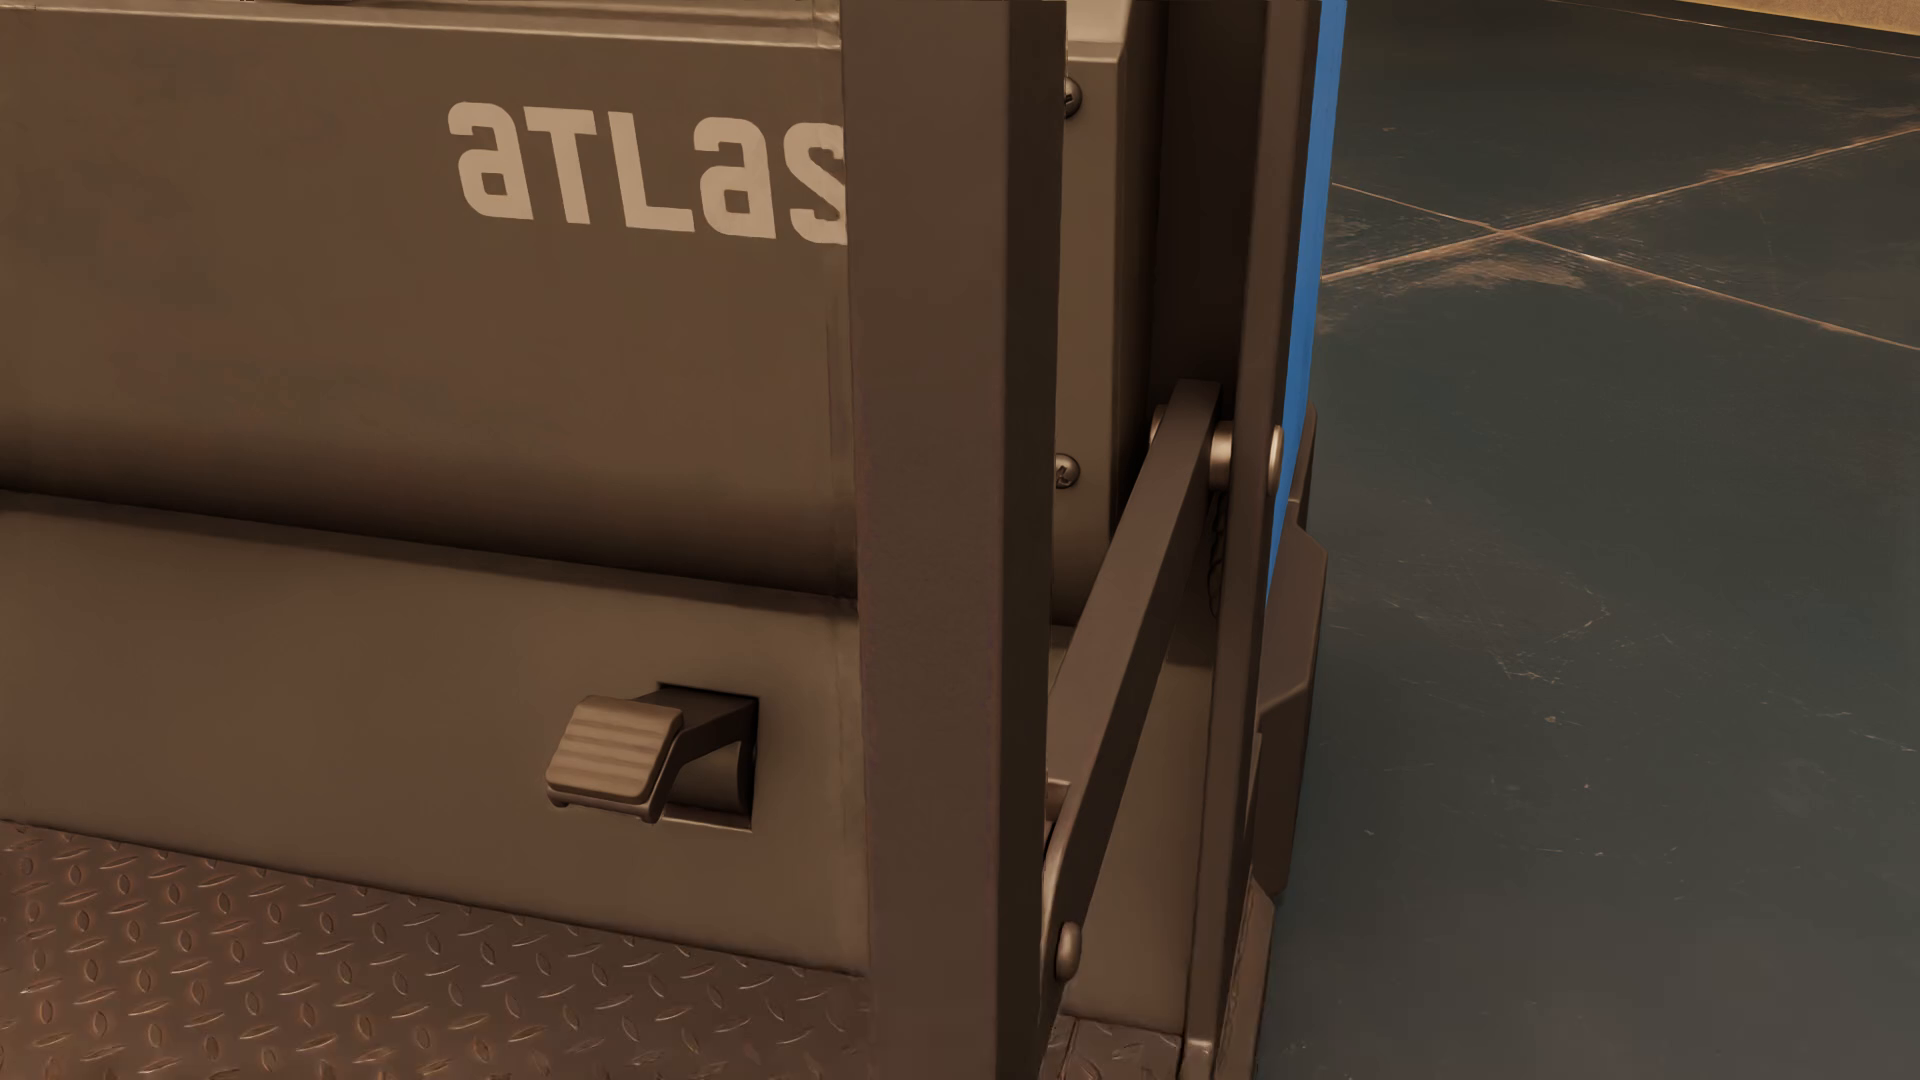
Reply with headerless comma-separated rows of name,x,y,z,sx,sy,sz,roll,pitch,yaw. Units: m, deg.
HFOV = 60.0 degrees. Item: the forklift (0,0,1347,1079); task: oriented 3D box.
forklift,-0.411,-0.643,0.513,1.130,2.935,3.031,7,27,13
